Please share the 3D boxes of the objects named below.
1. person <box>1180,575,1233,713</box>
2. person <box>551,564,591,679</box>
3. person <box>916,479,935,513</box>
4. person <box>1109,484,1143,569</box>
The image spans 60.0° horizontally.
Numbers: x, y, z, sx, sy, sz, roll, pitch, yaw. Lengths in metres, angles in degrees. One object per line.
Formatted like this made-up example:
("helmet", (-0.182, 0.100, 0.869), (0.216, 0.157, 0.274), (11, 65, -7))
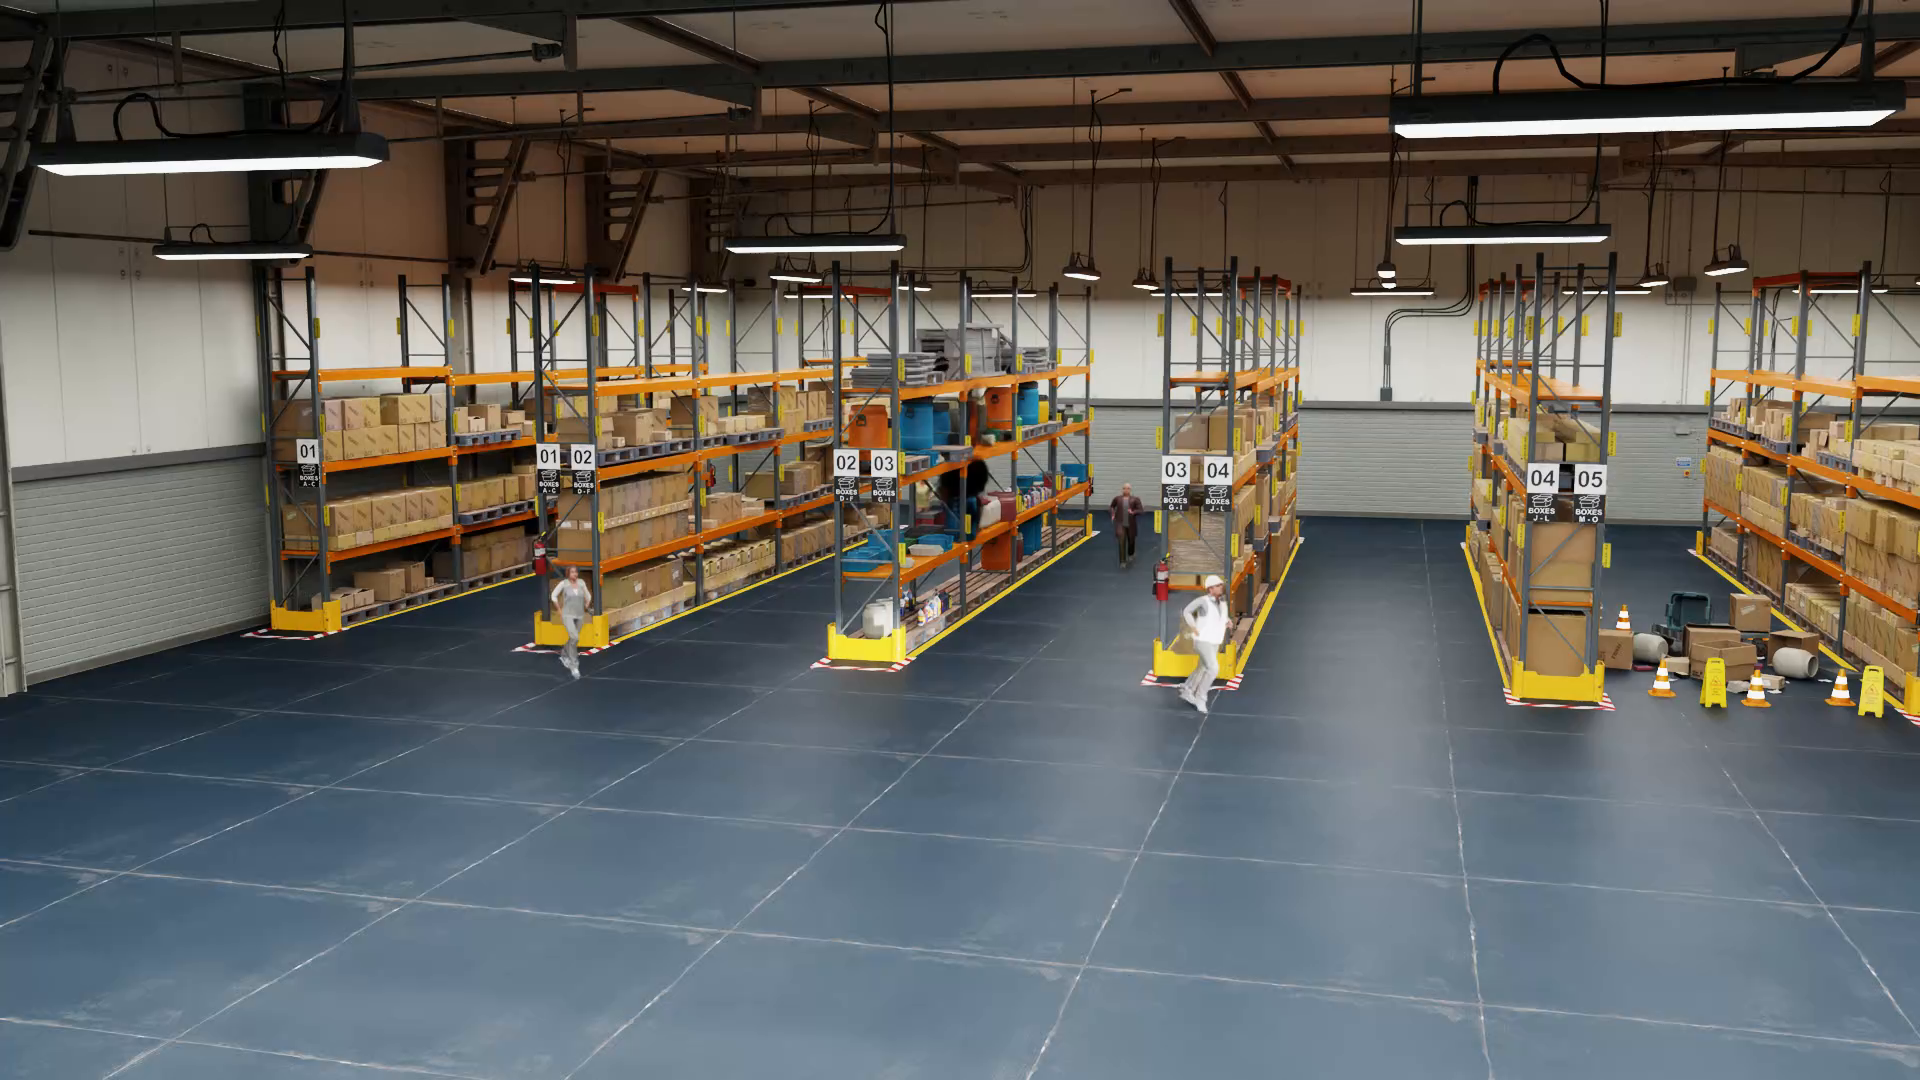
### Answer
("person", (3.299, 1.361, 22.040), (0.652, 1.819, 0.741), (-6, 10, -42))
("person", (-5.642, 1.149, 24.164), (0.522, 1.631, 0.735), (-6, 10, -41))
("person", (-0.868, -0.754, 38.868), (0.589, 1.668, 0.959), (1, 7, 5))
("person", (3.477, -0.266, 34.877), (0.708, 1.668, 1.033), (1, 7, 7))
